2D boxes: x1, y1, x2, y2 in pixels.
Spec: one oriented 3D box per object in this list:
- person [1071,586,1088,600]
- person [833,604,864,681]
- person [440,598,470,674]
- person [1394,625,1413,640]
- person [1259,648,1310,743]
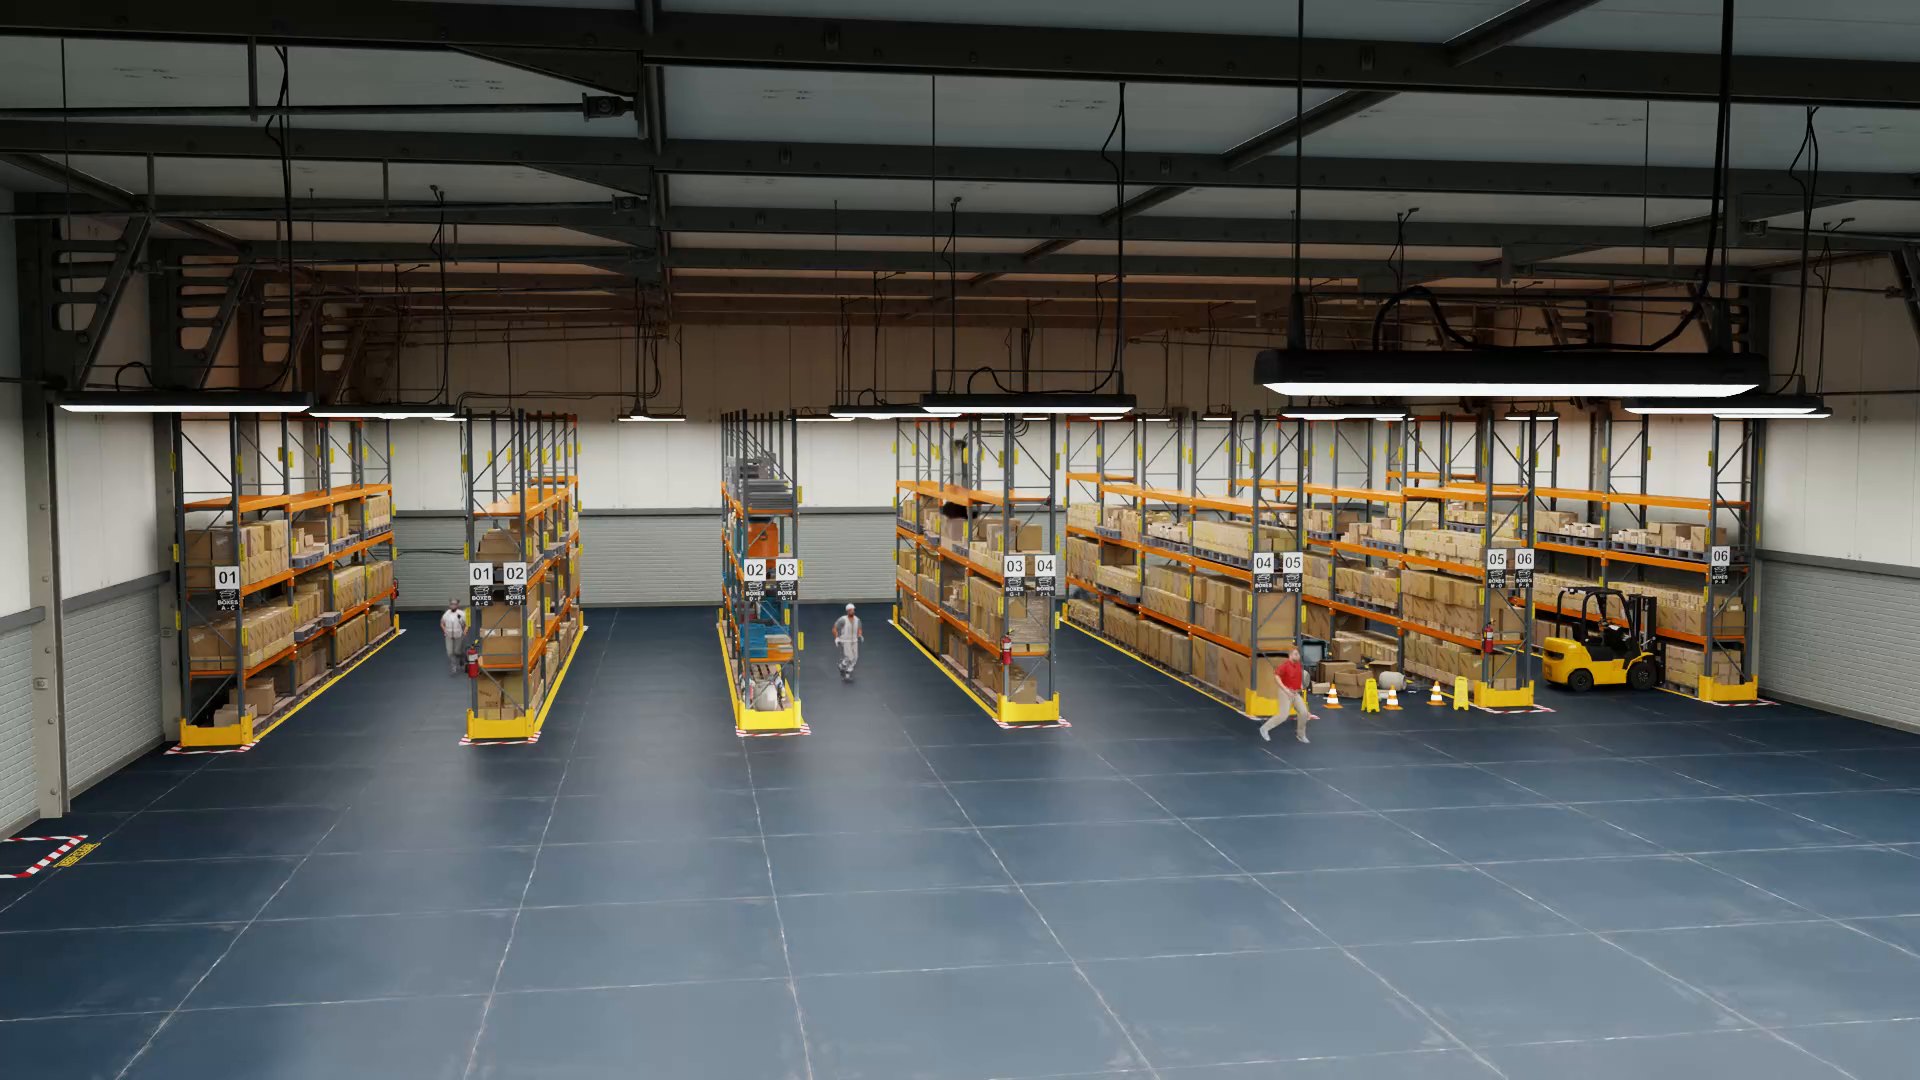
[{"bbox_3d":[3.666,1.404,49.653,0.699,1.764,0.680,-1,4,-17],"label":"person"},{"bbox_3d":[-2.442,2.282,36.869,0.670,1.732,0.633,-3,5,-35],"label":"person"},{"bbox_3d":[-11.618,2.198,38.243,0.665,1.746,0.603,0,4,-5],"label":"person"},{"bbox_3d":[11.229,1.916,41.904,0.724,1.798,0.950,0,4,-7],"label":"person"},{"bbox_3d":[5.893,2.817,29.931,0.898,1.737,0.735,-4,6,-44],"label":"person"}]
